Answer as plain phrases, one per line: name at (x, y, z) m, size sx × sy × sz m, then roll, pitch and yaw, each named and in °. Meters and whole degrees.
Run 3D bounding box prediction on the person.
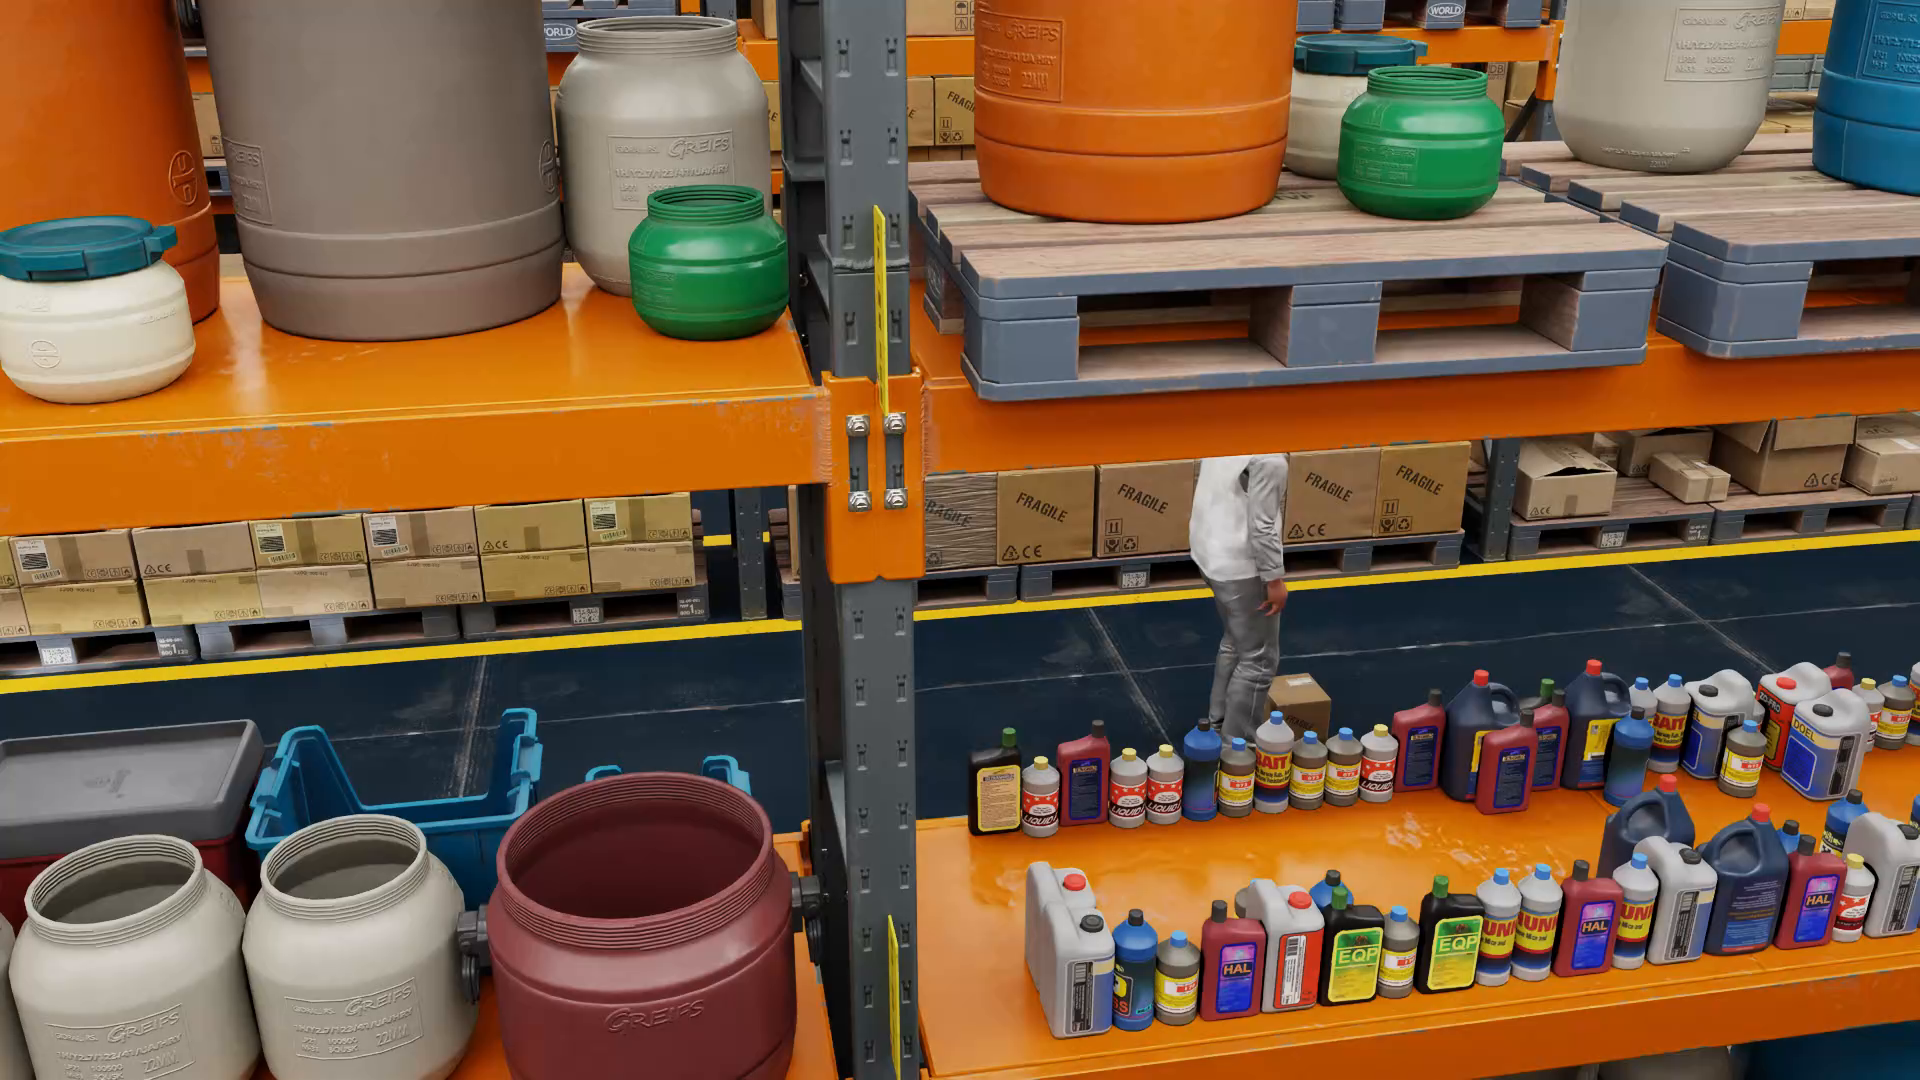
person at (1.187, 0.080, 6.876) m, size 0.461 × 1.772 × 0.580 m, roll -4°, pitch 24°, yaw -10°
